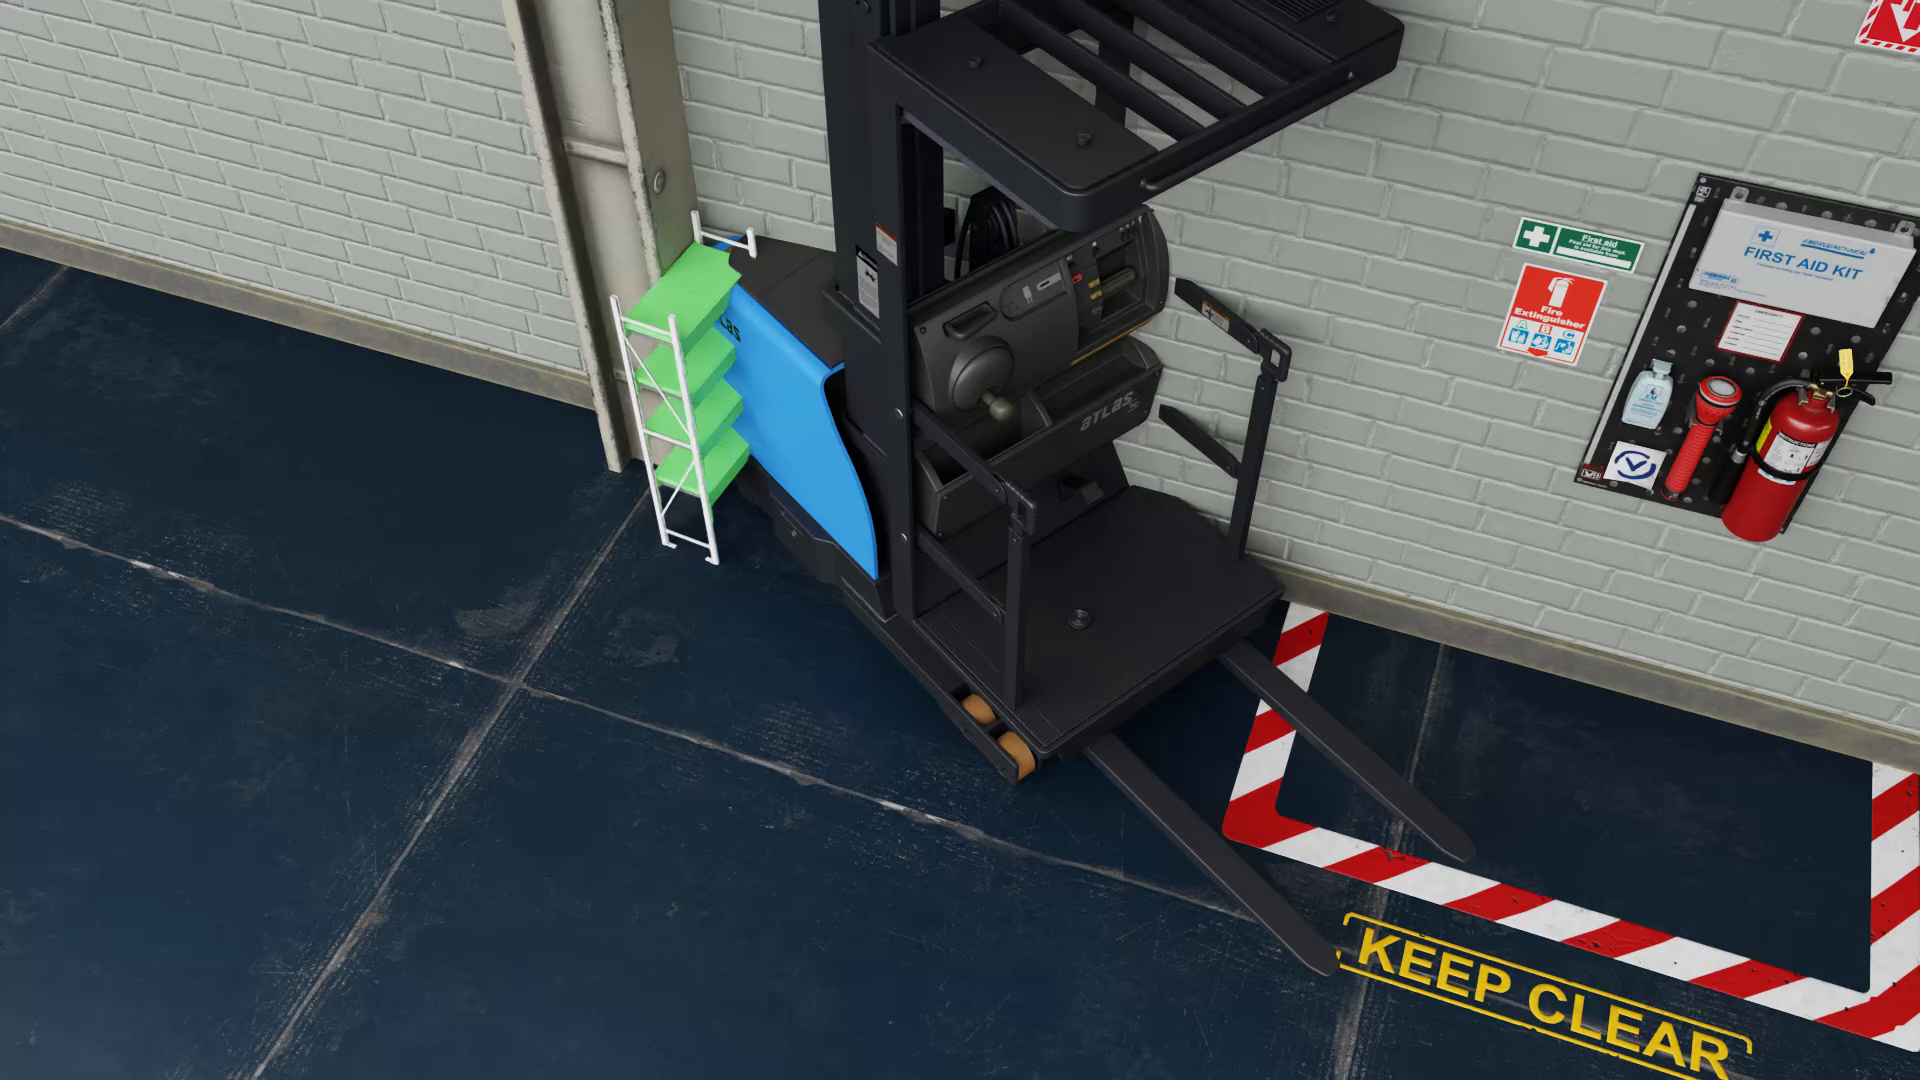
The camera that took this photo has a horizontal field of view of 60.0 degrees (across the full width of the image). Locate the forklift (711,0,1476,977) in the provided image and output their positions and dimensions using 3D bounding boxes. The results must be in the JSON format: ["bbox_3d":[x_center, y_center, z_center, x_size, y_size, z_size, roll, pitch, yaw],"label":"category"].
[{"bbox_3d":[0.390,-0.590,4.822,1.130,2.935,3.031,-31,56,-24],"label":"forklift"}]

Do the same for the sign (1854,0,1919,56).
[{"bbox_3d":[2.216,-1.251,3.815,0.199,0.298,0.001,16,51,13],"label":"sign"}]

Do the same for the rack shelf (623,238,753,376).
[{"bbox_3d":[-0.905,-0.788,5.589,0.258,0.148,0.480,20,52,17],"label":"rack shelf"}]

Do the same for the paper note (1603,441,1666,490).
[{"bbox_3d":[2.046,-0.226,5.044,0.142,0.148,0.016,16,51,13],"label":"paper note"}]

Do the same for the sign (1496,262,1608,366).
[{"bbox_3d":[1.706,-0.649,4.804,0.234,0.329,0.001,16,51,13],"label":"sign"}]

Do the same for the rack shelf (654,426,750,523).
[{"bbox_3d":[-0.900,-0.311,6.128,0.258,0.148,0.480,20,52,17],"label":"rack shelf"}]

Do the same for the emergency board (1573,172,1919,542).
[{"bbox_3d":[2.189,-0.419,4.628,0.643,1.169,0.194,16,51,13],"label":"emergency board"}]

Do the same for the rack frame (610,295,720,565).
[{"bbox_3d":[-1.008,-0.348,5.756,0.240,1.200,0.015,20,52,17],"label":"rack frame"}]

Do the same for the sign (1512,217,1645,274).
[{"bbox_3d":[1.707,-0.815,4.597,0.331,0.109,0.001,16,51,13],"label":"sign"}]

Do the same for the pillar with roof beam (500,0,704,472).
[{"bbox_3d":[-2.627,-0.229,0.494,0.400,9.000,9.100,16,51,13],"label":"pillar with roof beam"}]

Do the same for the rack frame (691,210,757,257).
[{"bbox_3d":[-0.796,-0.677,6.046,0.240,1.200,0.015,20,52,17],"label":"rack frame"}]

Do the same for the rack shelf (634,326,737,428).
[{"bbox_3d":[-0.903,-0.629,5.769,0.258,0.148,0.480,20,52,17],"label":"rack shelf"}]

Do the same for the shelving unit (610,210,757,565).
[{"bbox_3d":[-0.902,-0.512,5.901,0.258,1.200,0.503,20,52,17],"label":"shelving unit"}]

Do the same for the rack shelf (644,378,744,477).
[{"bbox_3d":[-0.901,-0.470,5.949,0.258,0.148,0.480,20,52,17],"label":"rack shelf"}]
